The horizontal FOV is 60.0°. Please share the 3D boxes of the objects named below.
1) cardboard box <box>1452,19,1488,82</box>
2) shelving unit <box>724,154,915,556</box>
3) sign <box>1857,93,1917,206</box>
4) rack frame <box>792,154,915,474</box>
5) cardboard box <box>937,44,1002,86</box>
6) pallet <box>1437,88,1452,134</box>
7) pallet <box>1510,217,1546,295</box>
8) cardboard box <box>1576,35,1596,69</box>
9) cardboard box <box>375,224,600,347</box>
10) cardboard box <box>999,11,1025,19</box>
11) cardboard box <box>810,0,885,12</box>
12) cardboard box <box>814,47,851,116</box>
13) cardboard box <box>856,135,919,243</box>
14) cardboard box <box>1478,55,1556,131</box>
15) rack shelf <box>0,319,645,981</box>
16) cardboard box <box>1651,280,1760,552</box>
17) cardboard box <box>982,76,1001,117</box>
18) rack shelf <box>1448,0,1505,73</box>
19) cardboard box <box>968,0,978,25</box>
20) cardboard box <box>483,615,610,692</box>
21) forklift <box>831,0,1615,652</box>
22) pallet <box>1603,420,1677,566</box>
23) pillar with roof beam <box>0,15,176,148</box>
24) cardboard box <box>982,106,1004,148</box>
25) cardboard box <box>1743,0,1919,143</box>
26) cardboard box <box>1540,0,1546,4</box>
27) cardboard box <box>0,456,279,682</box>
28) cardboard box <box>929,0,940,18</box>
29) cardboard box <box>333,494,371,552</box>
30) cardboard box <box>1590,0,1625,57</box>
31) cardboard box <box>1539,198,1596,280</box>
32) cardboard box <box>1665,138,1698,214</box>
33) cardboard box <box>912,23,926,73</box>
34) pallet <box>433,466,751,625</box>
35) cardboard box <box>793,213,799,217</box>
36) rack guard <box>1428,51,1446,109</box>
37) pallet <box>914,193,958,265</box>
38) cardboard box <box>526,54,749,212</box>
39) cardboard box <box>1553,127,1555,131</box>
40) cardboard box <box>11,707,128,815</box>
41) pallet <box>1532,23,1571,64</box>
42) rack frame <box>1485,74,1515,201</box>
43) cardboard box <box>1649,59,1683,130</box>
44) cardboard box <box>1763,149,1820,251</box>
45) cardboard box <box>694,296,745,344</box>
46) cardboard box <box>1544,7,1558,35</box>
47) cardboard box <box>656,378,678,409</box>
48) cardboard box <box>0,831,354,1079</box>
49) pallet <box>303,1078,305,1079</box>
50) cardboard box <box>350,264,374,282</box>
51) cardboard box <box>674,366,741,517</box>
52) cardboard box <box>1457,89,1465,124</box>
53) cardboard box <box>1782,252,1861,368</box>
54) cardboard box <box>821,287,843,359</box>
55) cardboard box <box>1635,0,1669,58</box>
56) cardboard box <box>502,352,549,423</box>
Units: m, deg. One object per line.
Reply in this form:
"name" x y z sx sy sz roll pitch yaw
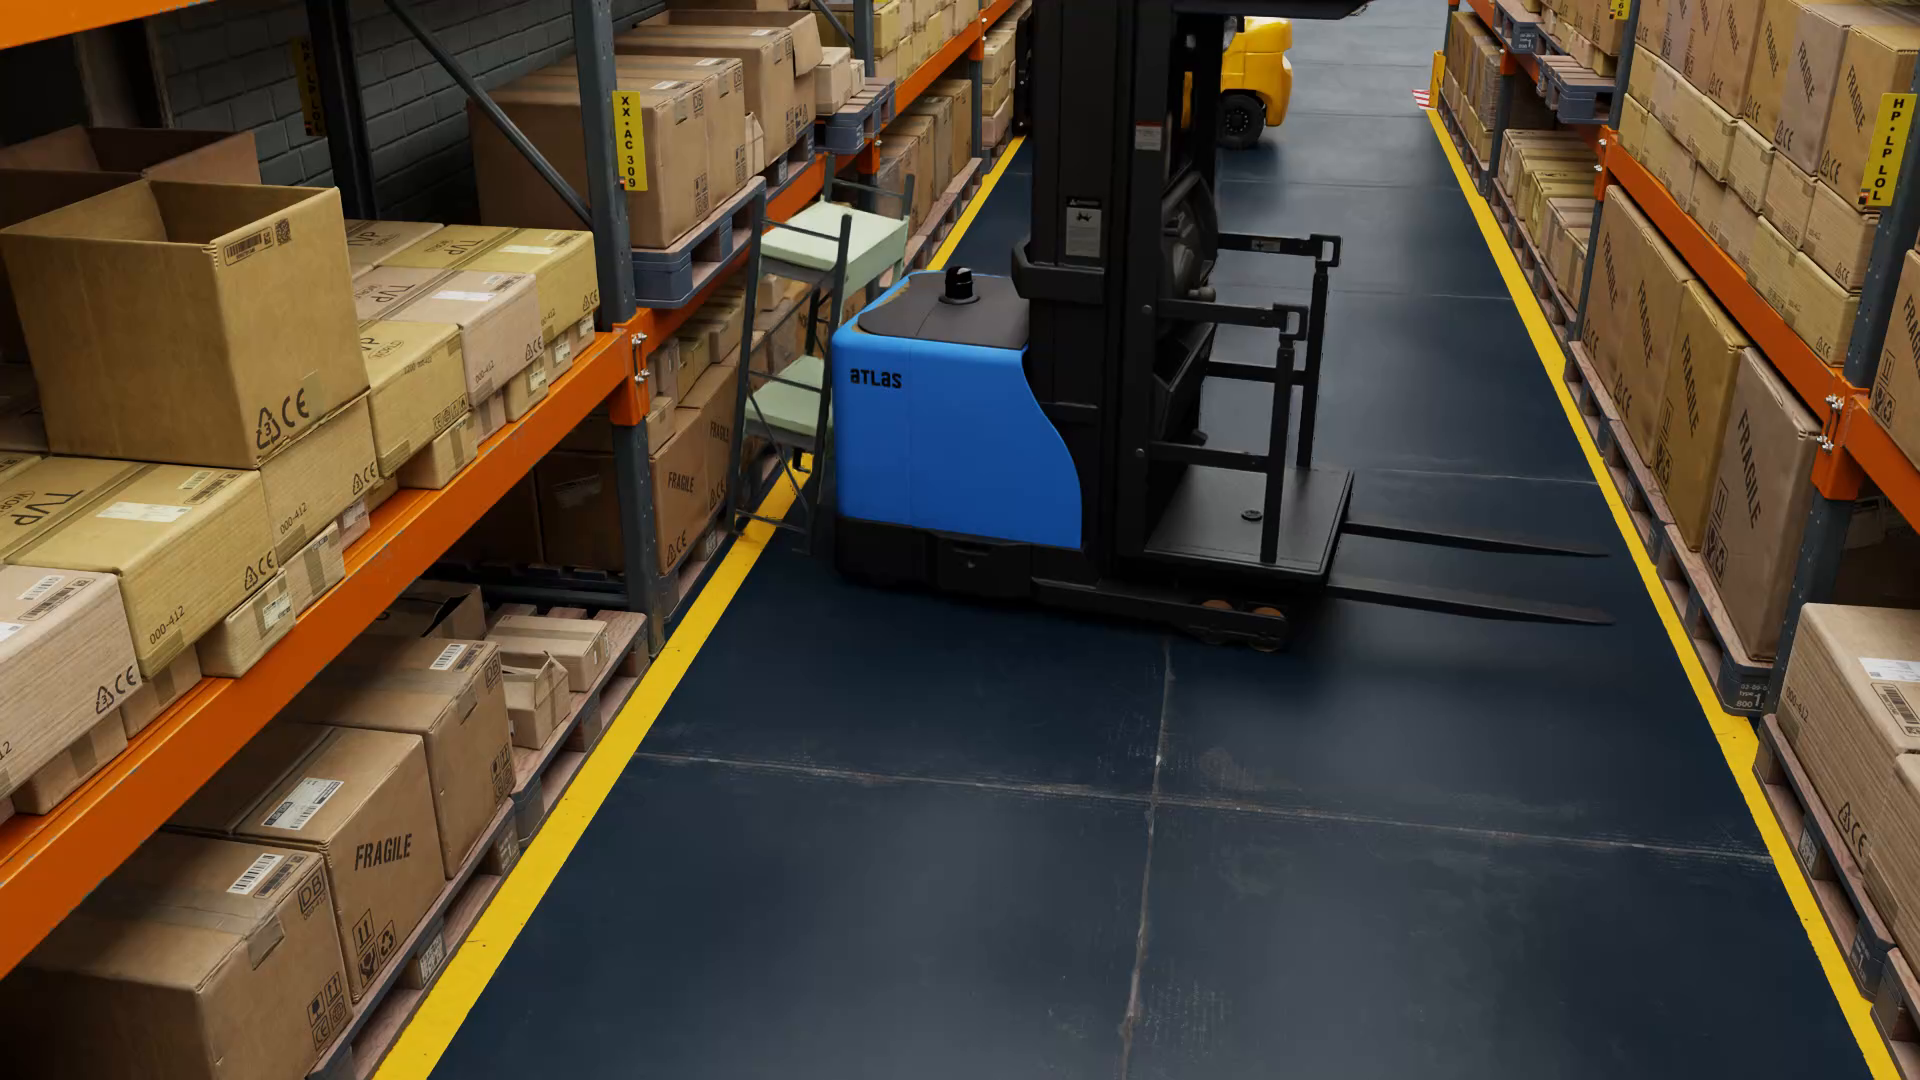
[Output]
"cardboard box" 4.735 -4.378 14.929 0.500 0.500 0.500 3 25 7
"shelving unit" -0.603 -0.793 7.102 0.431 1.500 0.755 16 28 12
"sign" 2.726 -1.144 4.884 0.100 0.325 0.005 4 25 9
"rack frame" -0.489 -0.941 7.417 0.400 1.500 0.023 16 28 12
"cardboard box" 0.061 -3.889 13.588 0.500 0.250 0.500 4 25 8
"pallet" 5.044 -4.009 15.566 1.003 0.211 1.213 4 25 9
"pallet" 4.248 -1.868 10.991 1.003 0.211 1.213 4 25 9
"cardboard box" 3.708 -2.751 9.389 0.380 0.149 0.250 4 25 8
"cardboard box" -1.477 -0.801 5.250 0.500 0.250 0.500 5 25 10
"cardboard box" 0.409 -4.741 15.409 0.500 0.250 0.500 4 25 9
"cardboard box" -0.638 -3.089 9.429 0.380 0.149 0.250 5 26 10
"cardboard box" -0.834 -2.296 8.299 0.500 0.250 0.500 3 25 6
"cardboard box" -0.766 -2.286 10.901 0.875 0.625 0.625 5 26 10
"cardboard box" 4.402 -3.519 13.092 0.500 0.500 0.500 4 25 8
"rack shelf" -1.961 0.198 4.138 1.077 0.370 4.000 4 25 9
"cardboard box" 3.425 -0.493 6.777 0.875 0.875 0.875 5 26 10
"cardboard box" 0.056 -3.663 13.695 0.500 0.250 0.500 4 25 8
"rack shelf" 4.897 -4.479 14.129 1.077 0.370 4.000 4 25 9
"cardboard box" -0.151 -4.014 12.463 0.500 0.250 0.500 5 25 10
"cardboard box" -1.436 0.390 5.747 0.380 0.149 0.250 3 25 7
"forklift" 1.056 -1.155 6.259 3.031 2.935 1.130 8 26 16
"pallet" 3.512 -0.199 7.426 1.003 0.211 1.213 4 25 9
"pillar with roof beam" 1.610 -3.155 3.375 9.100 9.000 0.400 4 25 9
"cardboard box" 0.079 -3.435 13.798 0.500 0.250 0.500 4 25 9
"cardboard box" 3.268 -1.752 6.158 0.500 0.500 0.500 5 26 10
"cardboard box" 4.035 -3.747 10.752 0.500 0.500 0.500 4 25 8
"cardboard box" -1.787 0.047 3.437 0.500 0.250 0.500 4 25 8
"cardboard box" -0.422 -3.607 11.005 0.500 0.250 0.500 4 25 9
"cardboard box" -1.707 -0.056 4.127 0.380 0.149 0.250 4 25 8
"cardboard box" 3.717 -2.875 8.889 0.500 0.500 0.500 3 25 7
"cardboard box" 4.132 -1.840 10.247 0.950 0.372 0.625 4 25 8
"cardboard box" 3.431 -1.605 7.318 0.500 0.250 0.500 5 26 10
"cardboard box" -0.503 -3.164 10.649 0.500 0.250 0.500 3 25 7
"pallet" -1.539 -0.044 7.096 1.003 0.211 1.213 4 25 9
"cardboard box" -0.826 -1.649 8.923 0.380 0.149 0.250 3 25 6
"rack guard" 5.212 -4.477 16.225 1.175 0.500 0.348 4 25 9
"pallet" -0.606 -2.225 11.754 1.003 0.211 1.213 4 25 9
"cardboard box" -1.250 -1.603 6.524 0.700 0.500 0.500 4 25 9
"cardboard box" 4.933 -3.141 13.170 0.500 0.250 0.500 3 25 6
"cardboard box" -1.858 0.380 3.196 0.380 0.149 0.250 5 26 10
"pallet" 4.200 -3.039 10.431 1.003 0.211 1.213 4 25 9
"rack frame" 4.570 -3.968 12.189 1.000 3.000 0.127 4 25 9
"cardboard box" 3.505 -2.043 7.663 0.500 0.250 0.500 5 25 10
"cardboard box" 3.170 -1.192 5.844 0.500 0.250 0.500 5 25 10
"cardboard box" -1.162 -0.998 7.533 0.380 0.149 0.250 5 26 10
"cardboard box" 3.928 -3.292 10.546 0.380 0.149 0.250 5 26 11
"cardboard box" -1.345 -0.569 6.616 0.380 0.149 0.250 3 25 7
"cardboard box" -1.917 1.046 3.930 0.700 0.500 0.500 5 26 11
"pallet" -2.147 1.606 3.570 1.003 0.211 1.213 4 25 9
"cardboard box" -2.057 -0.633 4.889 0.500 0.250 0.500 4 25 8
"cardboard box" -1.256 -0.433 7.089 0.500 0.500 0.500 4 25 8
"cardboard box" 4.652 -3.826 14.633 0.500 0.250 0.500 6 26 12
"cardboard box" 3.088 -0.759 5.511 0.500 0.250 0.500 3 25 7
"cardboard box" -0.930 -1.295 8.932 0.500 0.500 0.500 4 25 8
"cardboard box" 3.595 -2.604 7.977 0.500 0.500 0.500 3 25 7
"cardboard box" -1.477 -0.479 5.032 0.380 0.149 0.250 5 25 10
